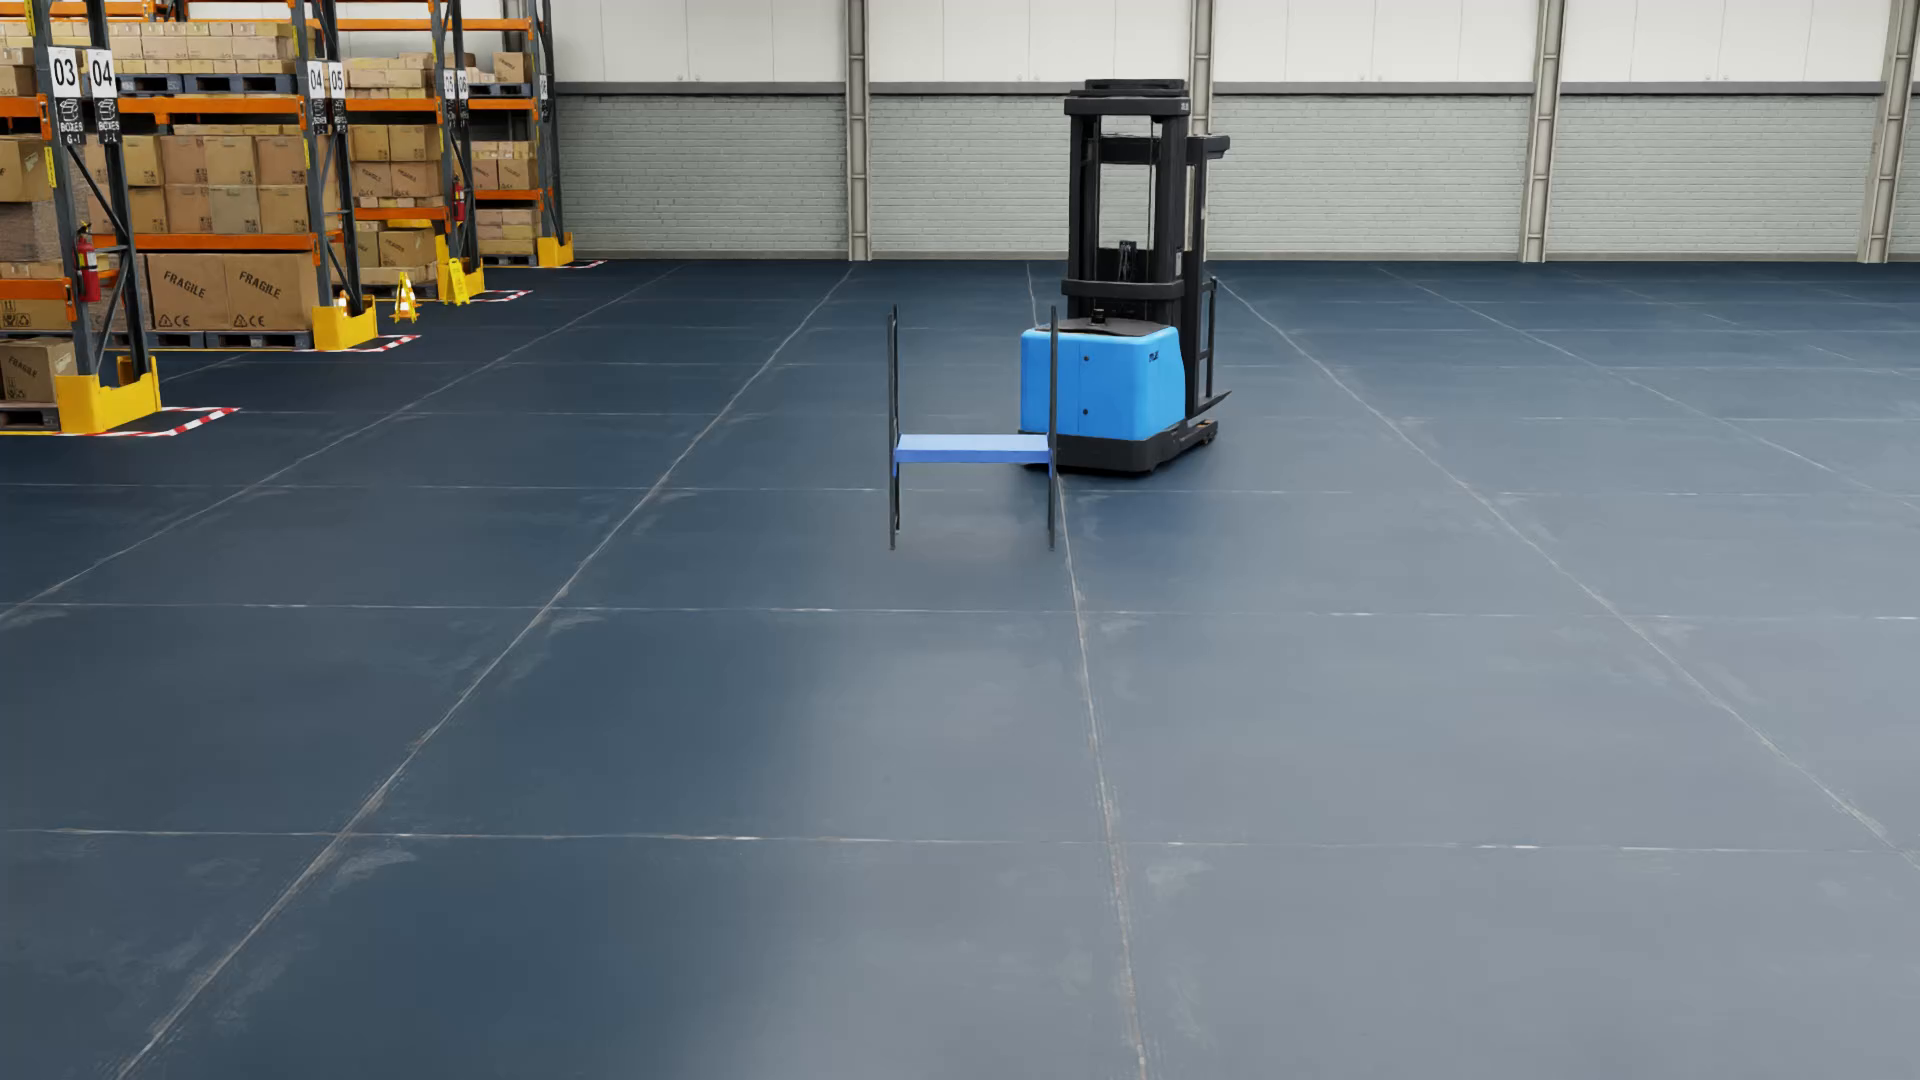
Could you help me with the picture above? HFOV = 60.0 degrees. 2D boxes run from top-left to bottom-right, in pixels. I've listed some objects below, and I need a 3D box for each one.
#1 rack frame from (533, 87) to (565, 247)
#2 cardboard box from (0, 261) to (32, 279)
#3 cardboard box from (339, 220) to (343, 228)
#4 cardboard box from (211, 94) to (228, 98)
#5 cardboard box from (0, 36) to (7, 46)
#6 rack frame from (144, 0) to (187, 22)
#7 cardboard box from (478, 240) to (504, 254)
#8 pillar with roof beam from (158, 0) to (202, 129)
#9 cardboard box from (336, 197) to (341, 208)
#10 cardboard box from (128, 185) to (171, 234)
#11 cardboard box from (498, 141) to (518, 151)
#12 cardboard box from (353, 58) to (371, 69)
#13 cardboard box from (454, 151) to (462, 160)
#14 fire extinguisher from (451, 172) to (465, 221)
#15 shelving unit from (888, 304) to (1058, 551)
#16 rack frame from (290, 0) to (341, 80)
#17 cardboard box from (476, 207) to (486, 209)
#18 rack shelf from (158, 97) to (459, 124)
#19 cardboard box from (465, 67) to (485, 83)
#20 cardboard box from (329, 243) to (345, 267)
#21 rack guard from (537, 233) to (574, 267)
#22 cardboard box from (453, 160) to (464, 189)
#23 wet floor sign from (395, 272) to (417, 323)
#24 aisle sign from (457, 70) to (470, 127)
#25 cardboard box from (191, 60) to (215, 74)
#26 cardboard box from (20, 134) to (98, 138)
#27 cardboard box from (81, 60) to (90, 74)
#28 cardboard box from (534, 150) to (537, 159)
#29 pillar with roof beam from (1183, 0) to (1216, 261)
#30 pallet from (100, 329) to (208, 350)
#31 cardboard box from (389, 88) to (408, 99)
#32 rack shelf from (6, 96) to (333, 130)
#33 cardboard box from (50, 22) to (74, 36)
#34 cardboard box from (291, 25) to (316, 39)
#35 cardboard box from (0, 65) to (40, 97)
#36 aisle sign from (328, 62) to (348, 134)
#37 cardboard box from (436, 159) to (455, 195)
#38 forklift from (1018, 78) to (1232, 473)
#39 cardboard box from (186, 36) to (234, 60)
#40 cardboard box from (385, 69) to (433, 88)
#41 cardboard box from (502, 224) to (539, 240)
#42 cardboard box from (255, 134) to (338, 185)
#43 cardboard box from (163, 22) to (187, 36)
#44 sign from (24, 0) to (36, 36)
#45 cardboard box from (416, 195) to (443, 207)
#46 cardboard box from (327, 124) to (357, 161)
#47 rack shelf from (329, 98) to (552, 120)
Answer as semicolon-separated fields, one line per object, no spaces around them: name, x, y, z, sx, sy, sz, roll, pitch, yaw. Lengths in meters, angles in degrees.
rack frame;-7.122;-6.308;28.870;0.127;3.000;1.000;0;15;1
cardboard box;-8.038;-2.345;14.339;0.250;0.149;0.380;0;15;1
cardboard box;-8.935;-4.521;23.920;0.250;0.149;0.380;1;15;4
cardboard box;-10.427;-6.343;23.615;0.250;0.149;0.380;0;15;1
cardboard box;-10.787;-5.504;18.633;0.500;0.250;0.500;0;15;2
rack frame;-11.243;-7.969;23.405;0.127;3.000;1.000;0;15;1
cardboard box;-8.096;-5.110;28.895;0.500;0.250;0.500;0;15;1
pillar with roof beam;-13.903;-8.385;24.980;0.400;9.000;9.100;0;15;1
cardboard box;-8.904;-4.859;23.870;0.250;0.149;0.380;0;15;1
cardboard box;-9.280;-3.869;19.332;0.500;0.550;0.875;0;15;1
cardboard box;-7.732;-6.756;28.518;0.250;0.149;0.380;0;15;2
cardboard box;-8.355;-6.707;23.431;0.250;0.149;0.380;0;15;2
cardboard box;-8.505;-6.607;28.533;0.250;0.149;0.380;0;15;0
fire extinguisher;-7.142;-4.887;23.633;0.183;0.674;0.296;0;15;1
shelving unit;0.085;-0.725;10.647;1.048;1.500;0.538;0;15;1
rack frame;-7.270;-6.680;18.519;0.127;3.000;1.000;0;15;1
cardboard box;-8.596;-5.725;29.266;0.500;0.250;0.500;0;15;1
rack shelf;-9.244;-6.158;23.830;4.000;0.370;1.077;0;15;1
cardboard box;-8.211;-7.875;28.171;0.258;0.266;0.396;0;15;2
cardboard box;-9.078;-4.225;24.070;0.500;0.500;0.500;0;15;0
rack guard;-7.098;-5.099;29.188;0.348;0.500;1.175;0;15;1
cardboard box;-8.651;-6.302;28.649;0.500;0.500;0.500;0;15;0
wet floor sign;-7.191;-3.146;21.498;0.232;0.644;0.267;-2;15;-8
aisle sign;-7.175;-6.378;24.038;0.004;0.787;0.394;0;15;1
cardboard box;-8.372;-5.280;18.568;0.250;0.149;0.380;1;15;2
cardboard box;-10.348;-4.415;19.283;0.550;0.550;0.875;0;15;1
cardboard box;-9.640;-5.289;18.599;0.250;0.149;0.380;0;15;1
cardboard box;-7.454;-6.739;29.033;0.250;0.149;0.380;0;15;0
pillar with roof beam;4.092;-8.267;24.535;0.400;9.000;9.100;0;15;1
pallet;-9.288;-2.425;19.617;1.213;0.211;1.003;0;15;1
cardboard box;-7.858;-6.295;23.434;0.250;0.149;0.380;0;15;2
rack shelf;-9.269;-4.895;19.043;4.000;0.370;1.077;0;15;1
cardboard box;-9.894;-5.676;18.504;0.250;0.149;0.380;1;15;2
cardboard box;-7.596;-5.828;19.082;0.250;0.149;0.380;1;15;2
cardboard box;-7.986;-3.831;13.896;0.500;0.250;0.500;1;15;3
aisle sign;-7.191;-5.112;19.241;0.004;0.787;0.394;0;15;1
cardboard box;-7.711;-5.308;24.301;0.500;0.500;0.500;0;15;1
forklift;1.531;-2.257;13.649;1.130;2.935;3.031;7;16;24
cardboard box;-8.267;-5.488;18.572;0.500;0.250;0.500;0;15;2
cardboard box;-7.763;-6.499;23.422;0.500;0.250;0.500;0;15;1
cardboard box;-7.616;-5.347;28.813;0.500;0.250;0.500;0;15;1
cardboard box;-7.640;-4.386;19.174;0.550;0.550;0.875;0;15;1
cardboard box;-8.630;-5.668;18.472;0.250;0.149;0.380;0;15;2
sign;-7.532;-4.252;13.461;0.005;0.325;0.100;0;15;1
cardboard box;-7.624;-4.869;23.906;0.250;0.149;0.380;1;15;3
cardboard box;-8.779;-5.648;23.628;0.500;0.500;0.700;0;15;1
rack shelf;-9.121;-7.424;28.628;4.000;0.370;1.077;0;15;1
